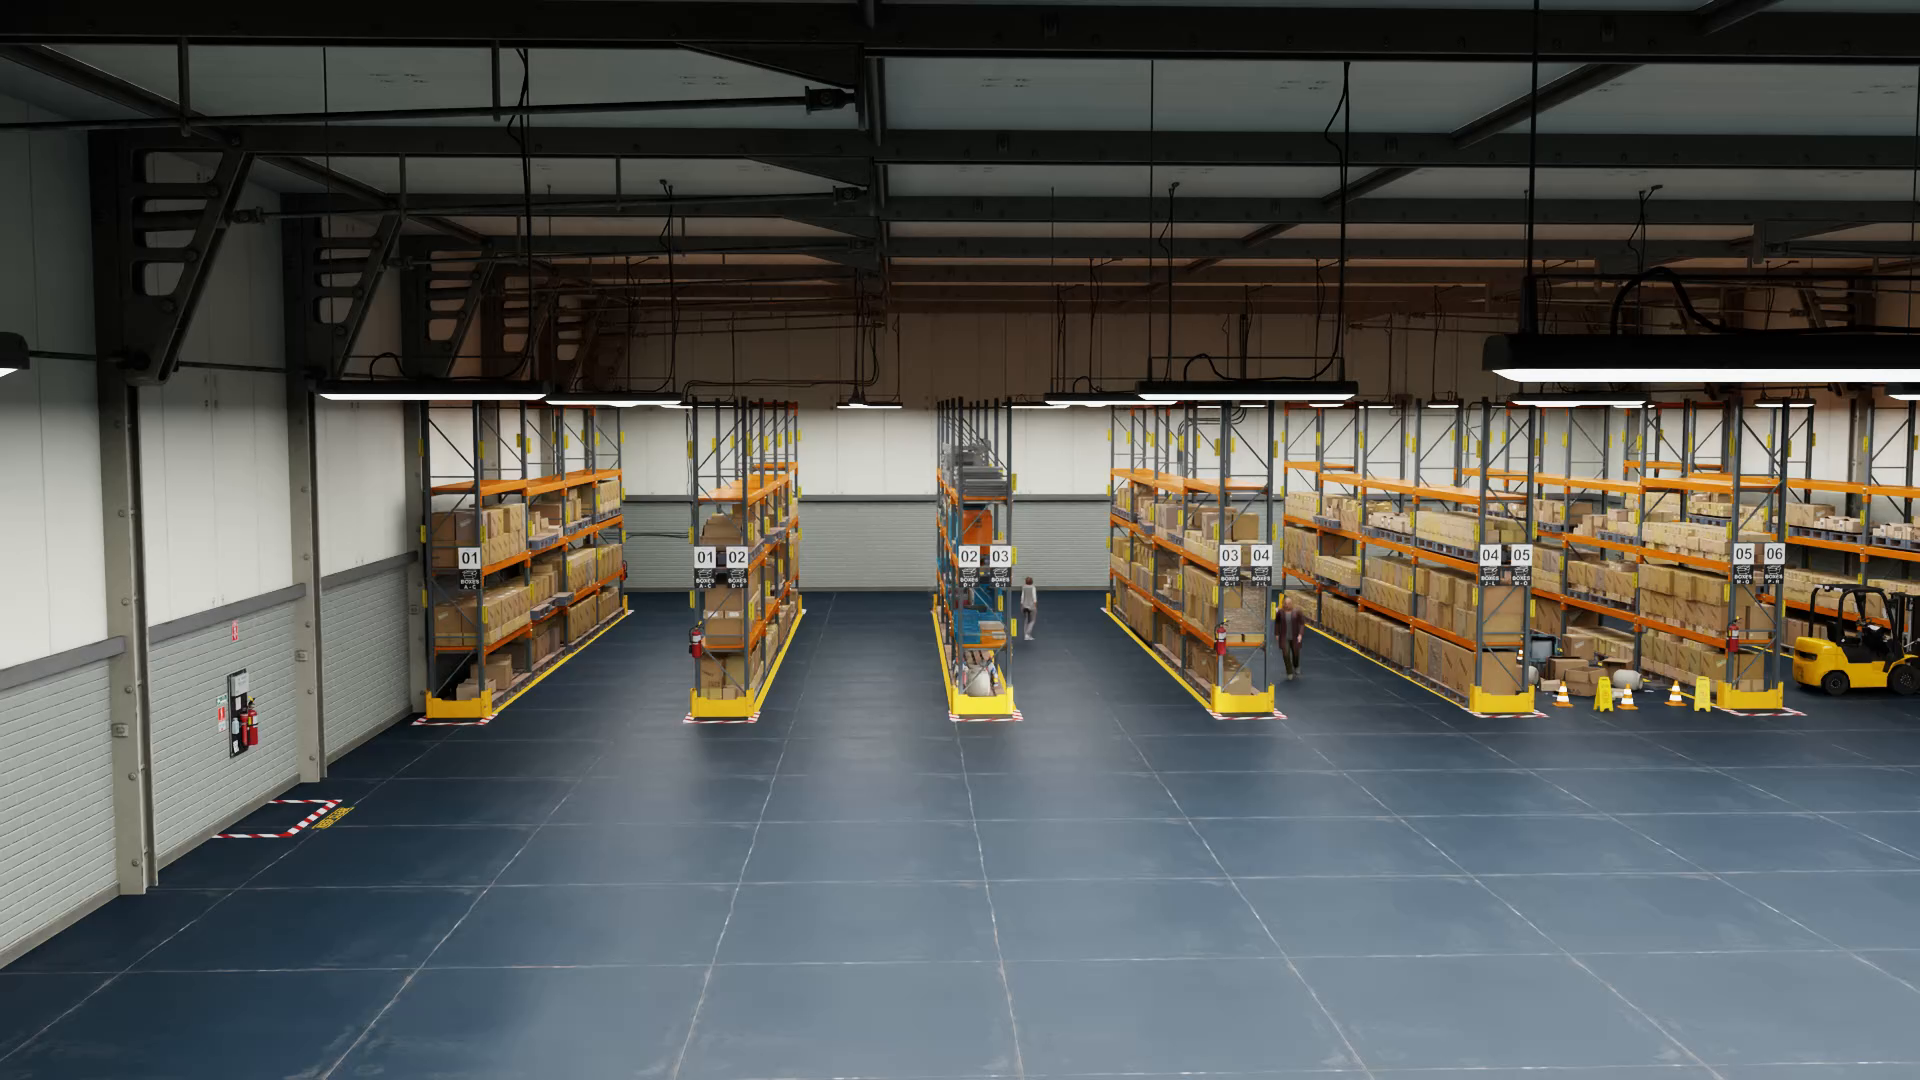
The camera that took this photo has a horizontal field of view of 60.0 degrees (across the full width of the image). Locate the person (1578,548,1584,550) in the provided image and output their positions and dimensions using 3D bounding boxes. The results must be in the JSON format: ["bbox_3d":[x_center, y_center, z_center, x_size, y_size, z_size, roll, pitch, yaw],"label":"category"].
[{"bbox_3d":[18.713,1.039,50.001,0.916,1.622,0.504,-1,4,-8],"label":"person"}]

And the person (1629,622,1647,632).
[{"bbox_3d":[17.650,1.485,43.161,0.547,1.757,0.504,-2,5,-24],"label":"person"}]

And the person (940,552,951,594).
[{"bbox_3d":[-0.320,0.943,50.986,0.634,1.667,0.484,1,5,11],"label":"person"}]

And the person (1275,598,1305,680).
[{"bbox_3d":[7.096,2.093,35.759,0.641,1.757,0.736,1,5,14],"label":"person"}]

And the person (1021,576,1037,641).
[{"bbox_3d":[1.717,1.767,41.656,0.457,1.490,0.431,3,5,34],"label":"person"}]
